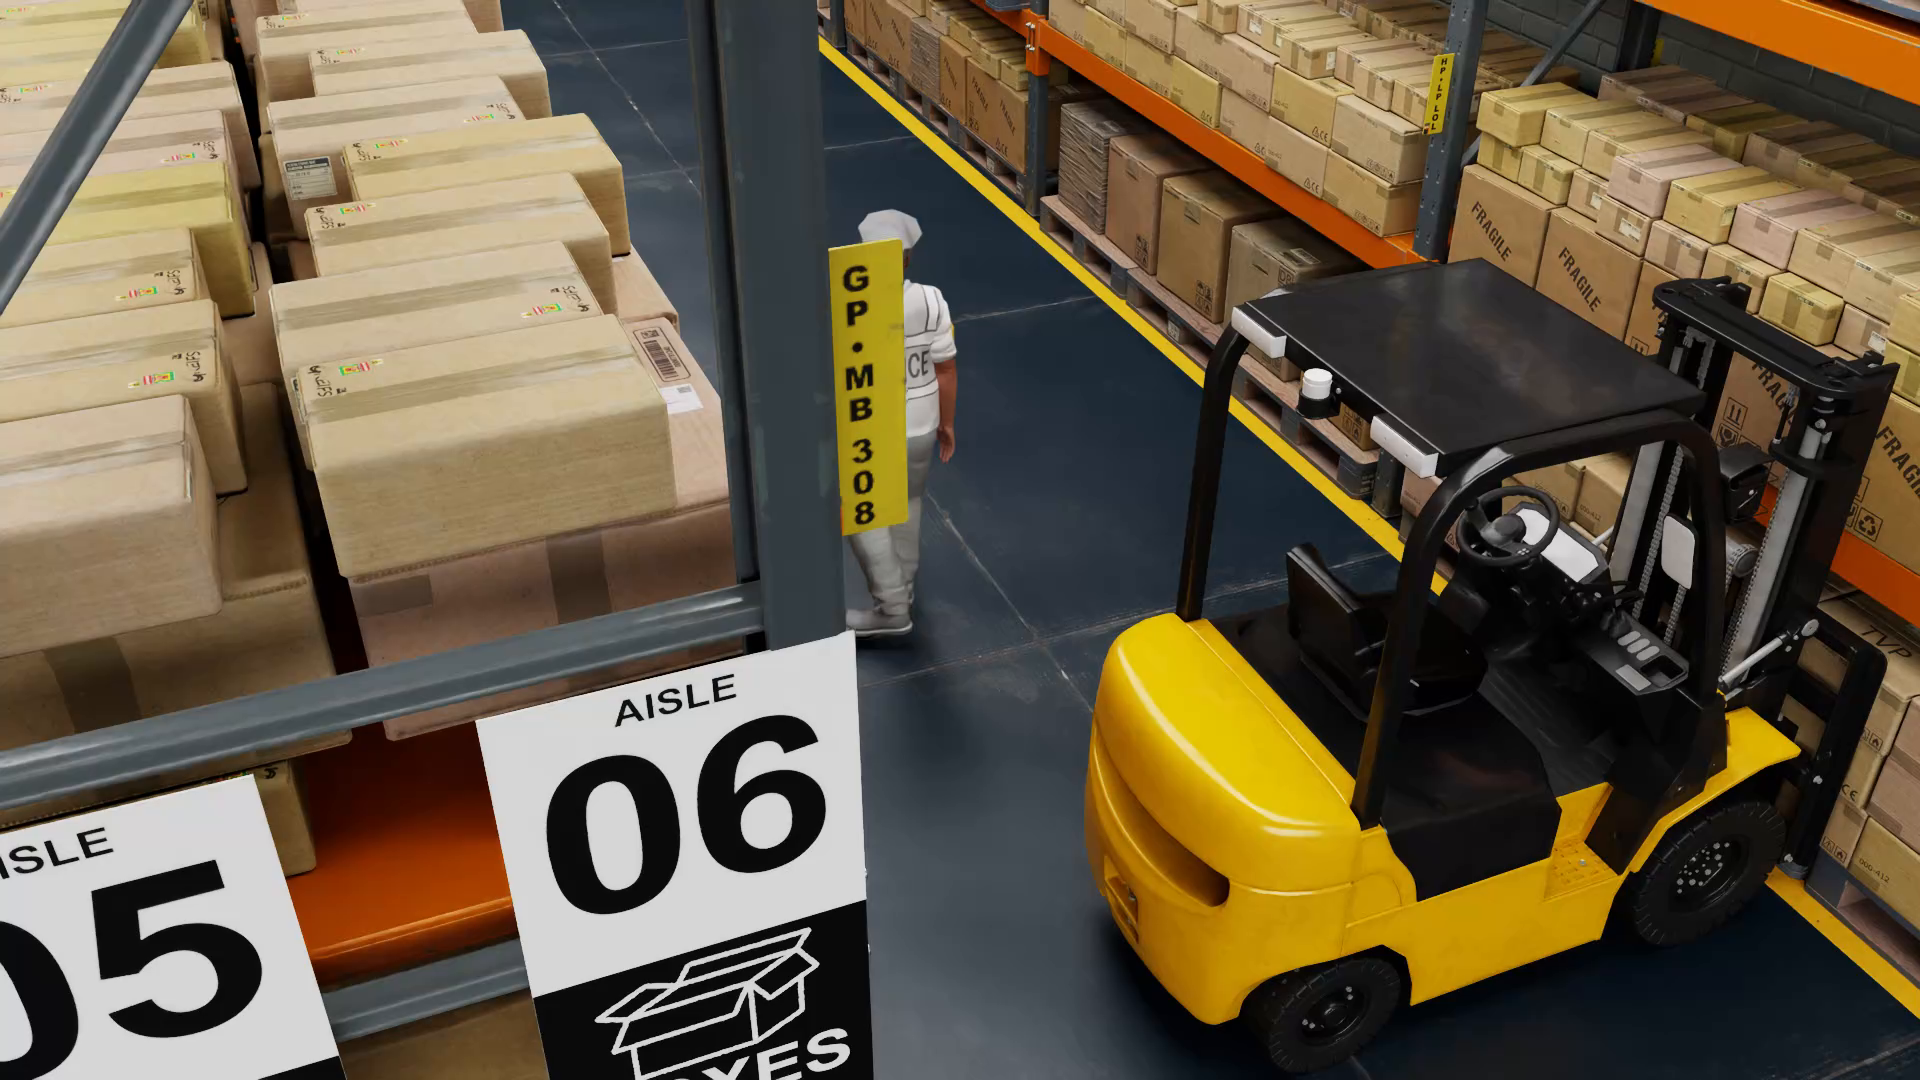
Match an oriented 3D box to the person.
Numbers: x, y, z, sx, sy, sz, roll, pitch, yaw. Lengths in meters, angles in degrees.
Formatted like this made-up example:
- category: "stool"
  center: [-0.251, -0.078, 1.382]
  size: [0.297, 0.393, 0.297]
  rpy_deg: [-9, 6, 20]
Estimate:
- category: "person"
  center: [-0.278, -0.434, 6.791]
  size: [0.602, 1.743, 0.593]
  rpy_deg: [-14, 36, -20]
